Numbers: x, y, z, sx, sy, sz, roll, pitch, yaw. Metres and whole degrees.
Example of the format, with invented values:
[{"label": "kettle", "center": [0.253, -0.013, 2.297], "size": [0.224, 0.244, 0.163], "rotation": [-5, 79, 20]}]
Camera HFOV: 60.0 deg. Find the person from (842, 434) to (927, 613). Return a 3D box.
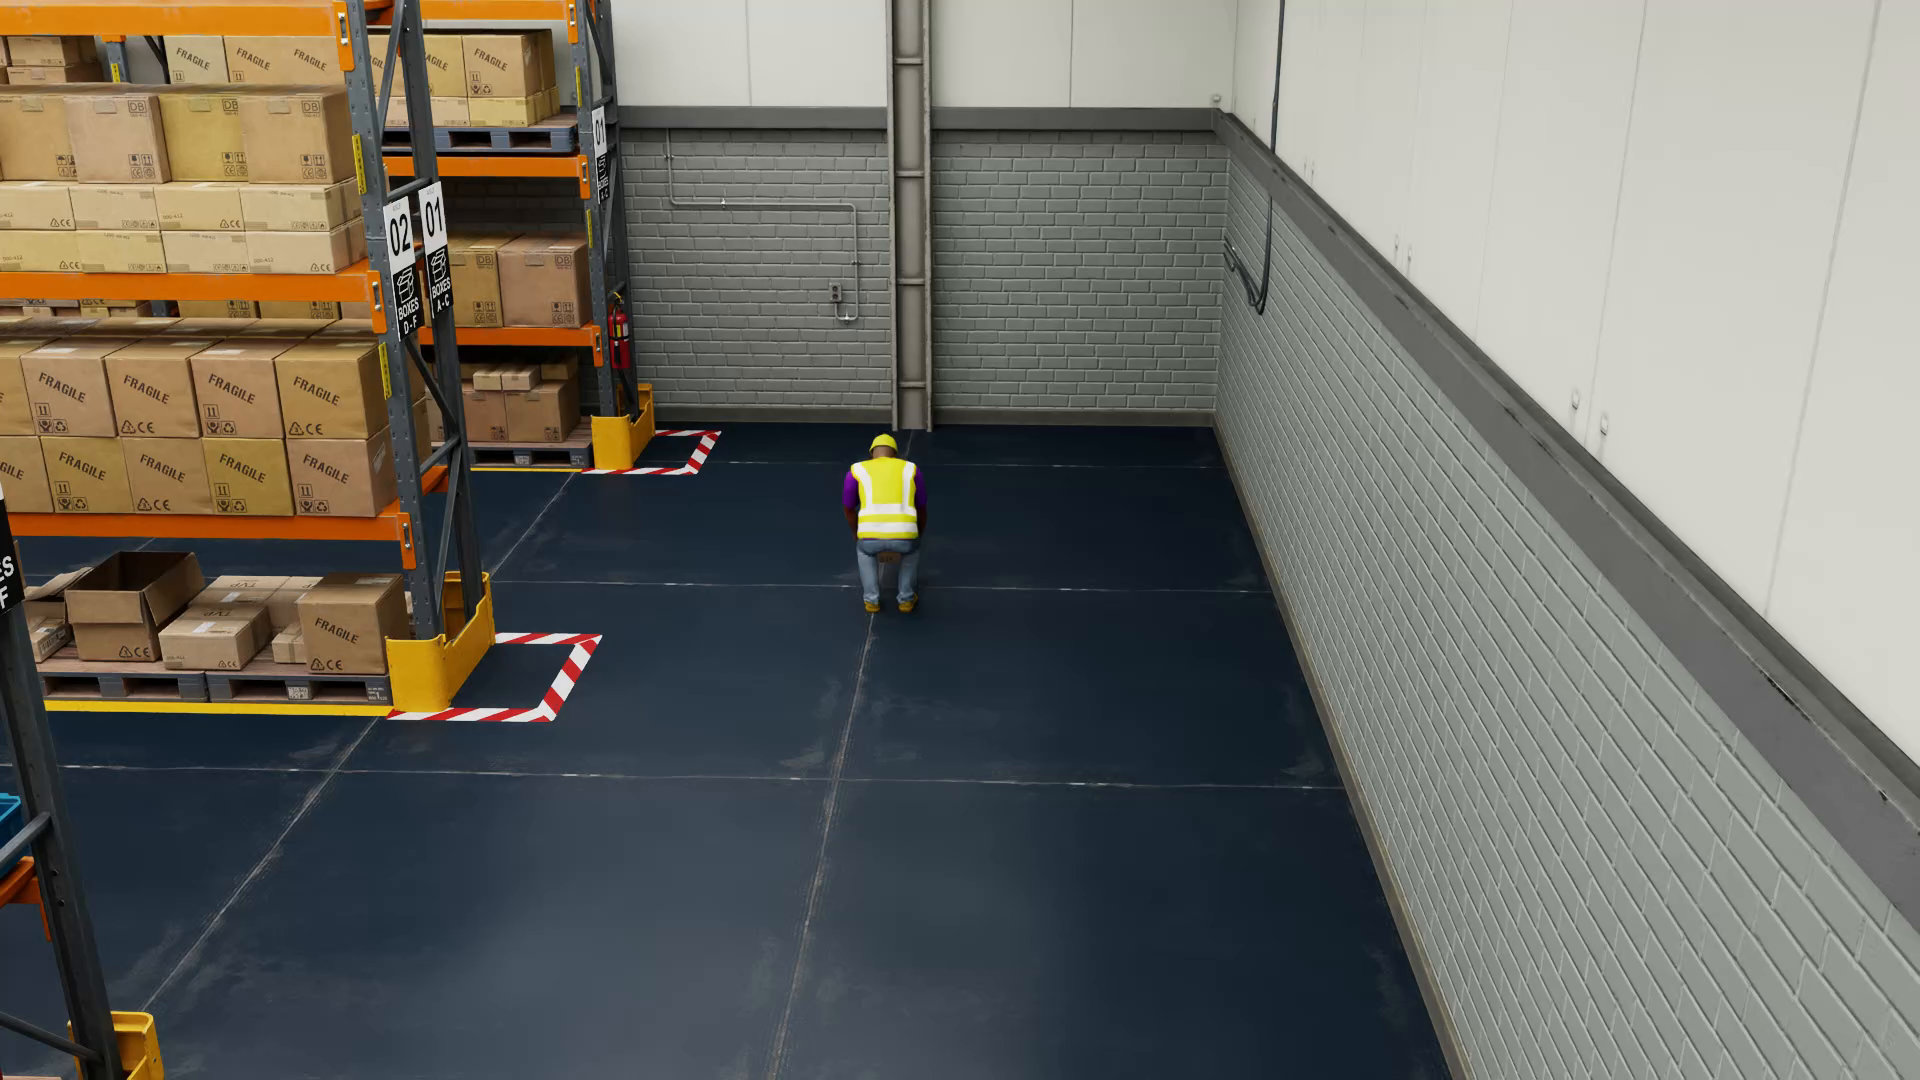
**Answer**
[{"label": "person", "center": [-0.556, -0.106, 12.125], "size": [0.620, 1.206, 0.839], "rotation": [1, 21, 2]}]
